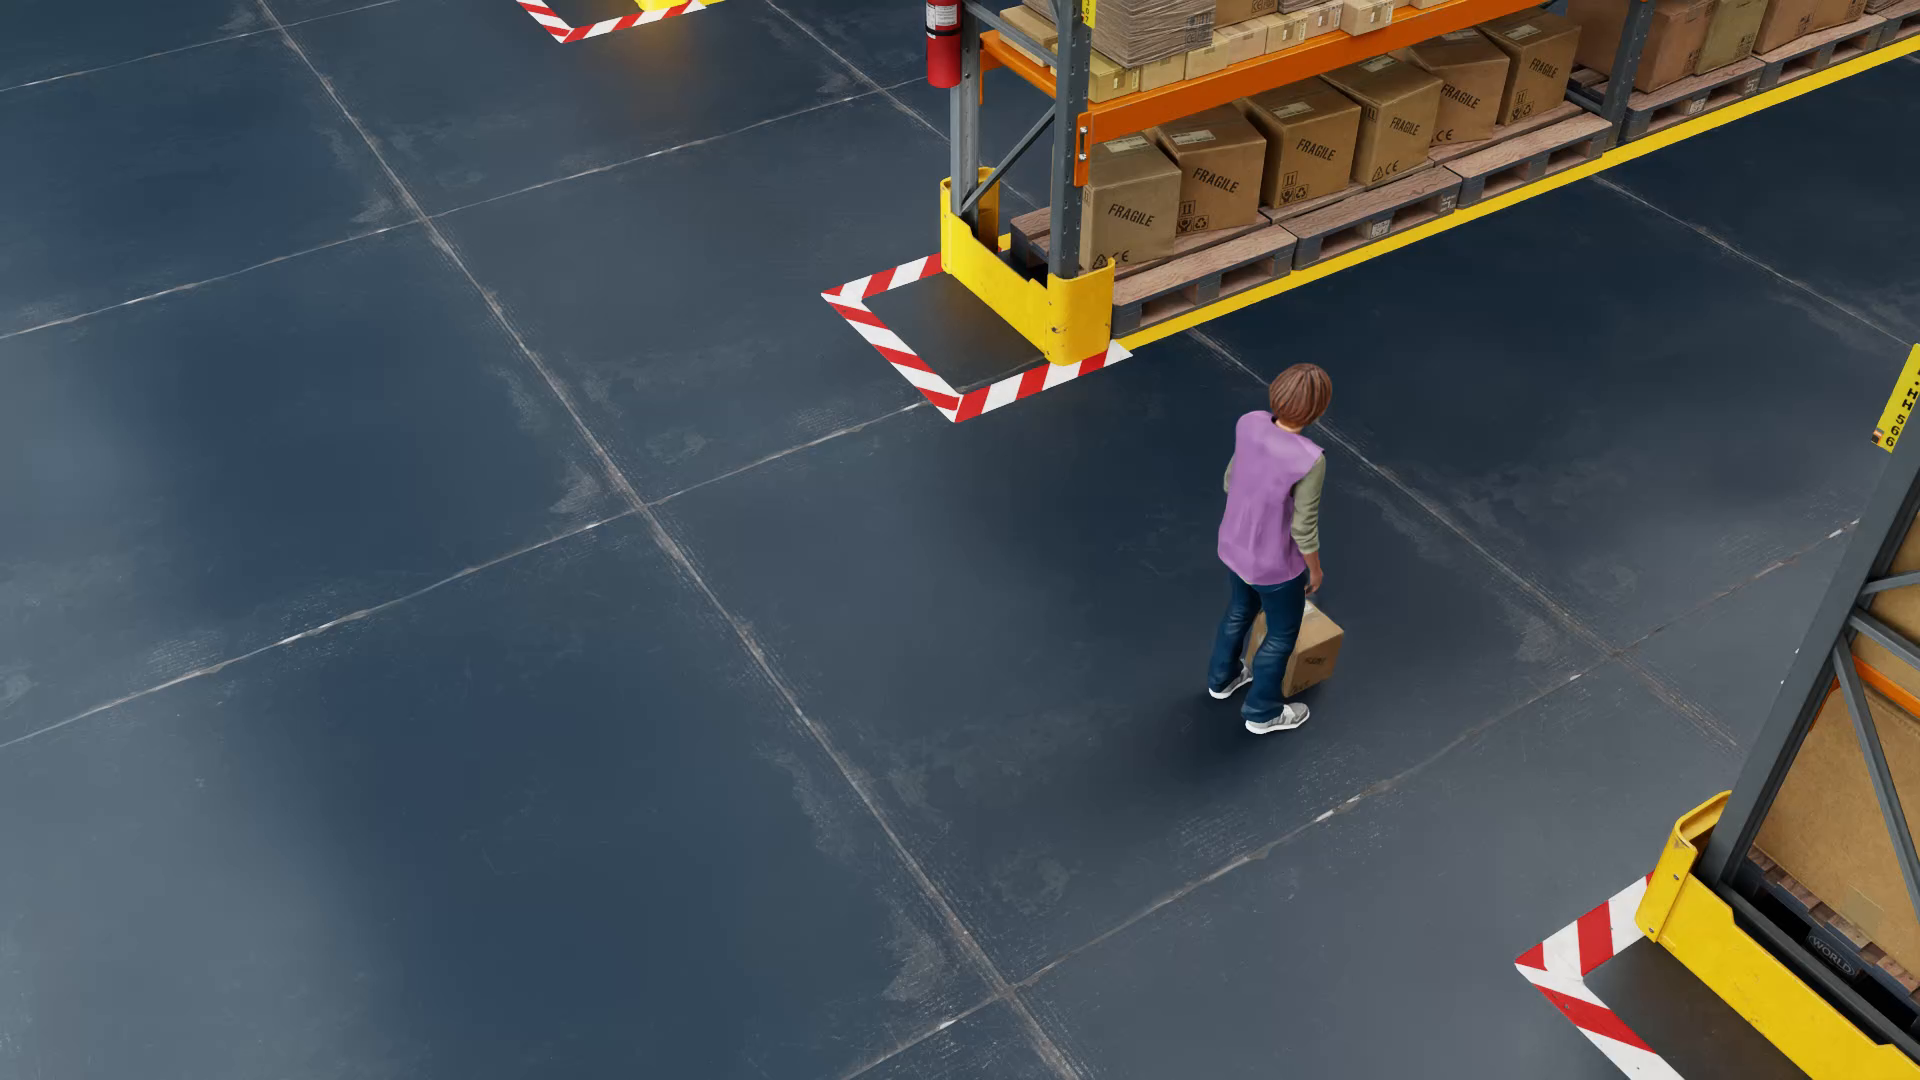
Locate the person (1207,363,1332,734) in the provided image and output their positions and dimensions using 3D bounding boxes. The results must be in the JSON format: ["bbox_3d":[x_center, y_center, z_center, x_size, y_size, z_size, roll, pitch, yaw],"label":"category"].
[{"bbox_3d":[1.132,0.046,6.113,0.343,1.594,0.459,-24,47,-25],"label":"person"}]
